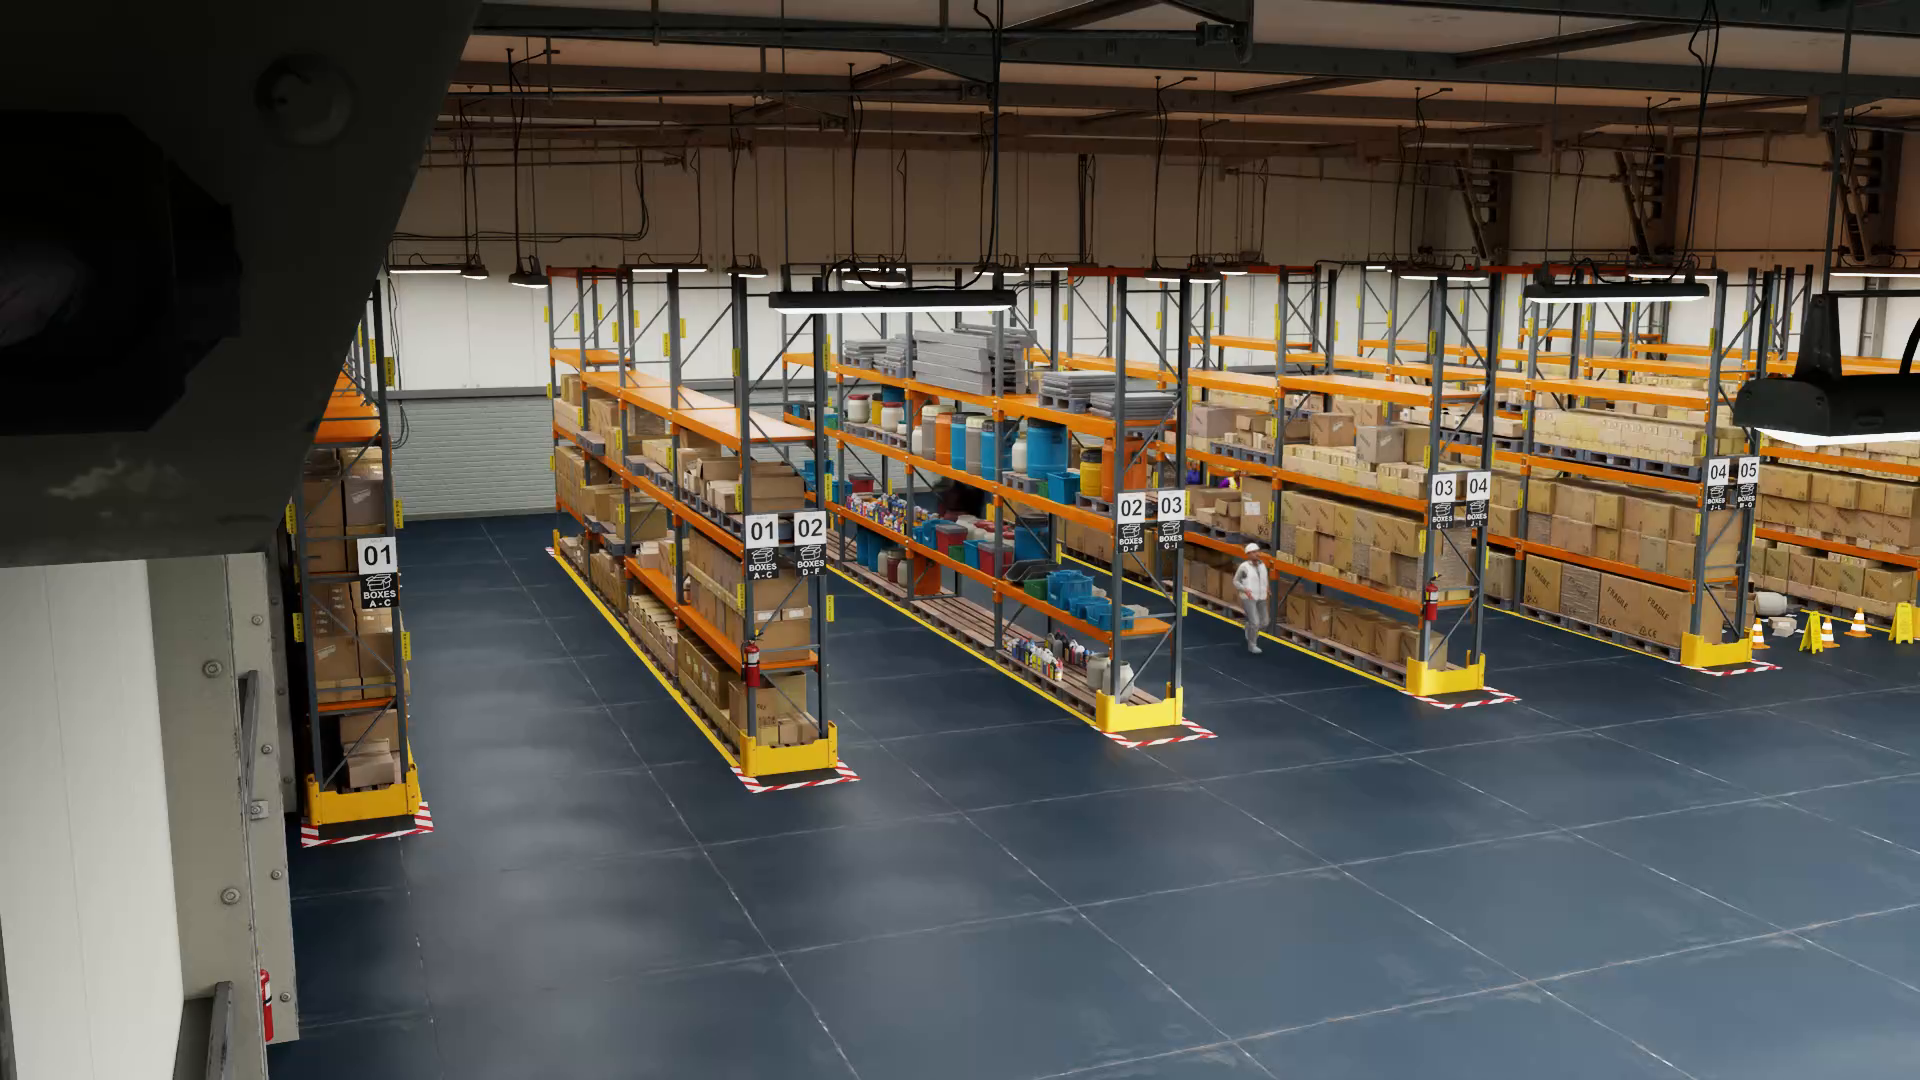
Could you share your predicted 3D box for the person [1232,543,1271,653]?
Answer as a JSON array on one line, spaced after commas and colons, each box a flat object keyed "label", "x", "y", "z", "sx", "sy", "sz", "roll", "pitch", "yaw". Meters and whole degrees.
[{"label": "person", "x": 4.617, "y": 0.903, "z": 26.287, "sx": 0.659, "sy": 1.720, "sz": 0.616, "roll": -4, "pitch": 11, "yaw": -23}]

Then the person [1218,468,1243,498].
[{"label": "person", "x": 5.968, "y": -0.719, "z": 35.783, "sx": 0.664, "sy": 1.798, "sz": 0.713, "roll": -4, "pitch": 11, "yaw": -21}]

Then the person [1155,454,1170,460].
[{"label": "person", "x": 4.898, "y": -1.571, "z": 41.013, "sx": 0.494, "sy": 1.607, "sz": 0.613, "roll": -6, "pitch": 12, "yaw": -31}]

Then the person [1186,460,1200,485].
[{"label": "person", "x": 5.267, "y": -0.977, "z": 37.523, "sx": 0.585, "sy": 1.695, "sz": 0.882, "roll": -3, "pitch": 10, "yaw": -17}]
